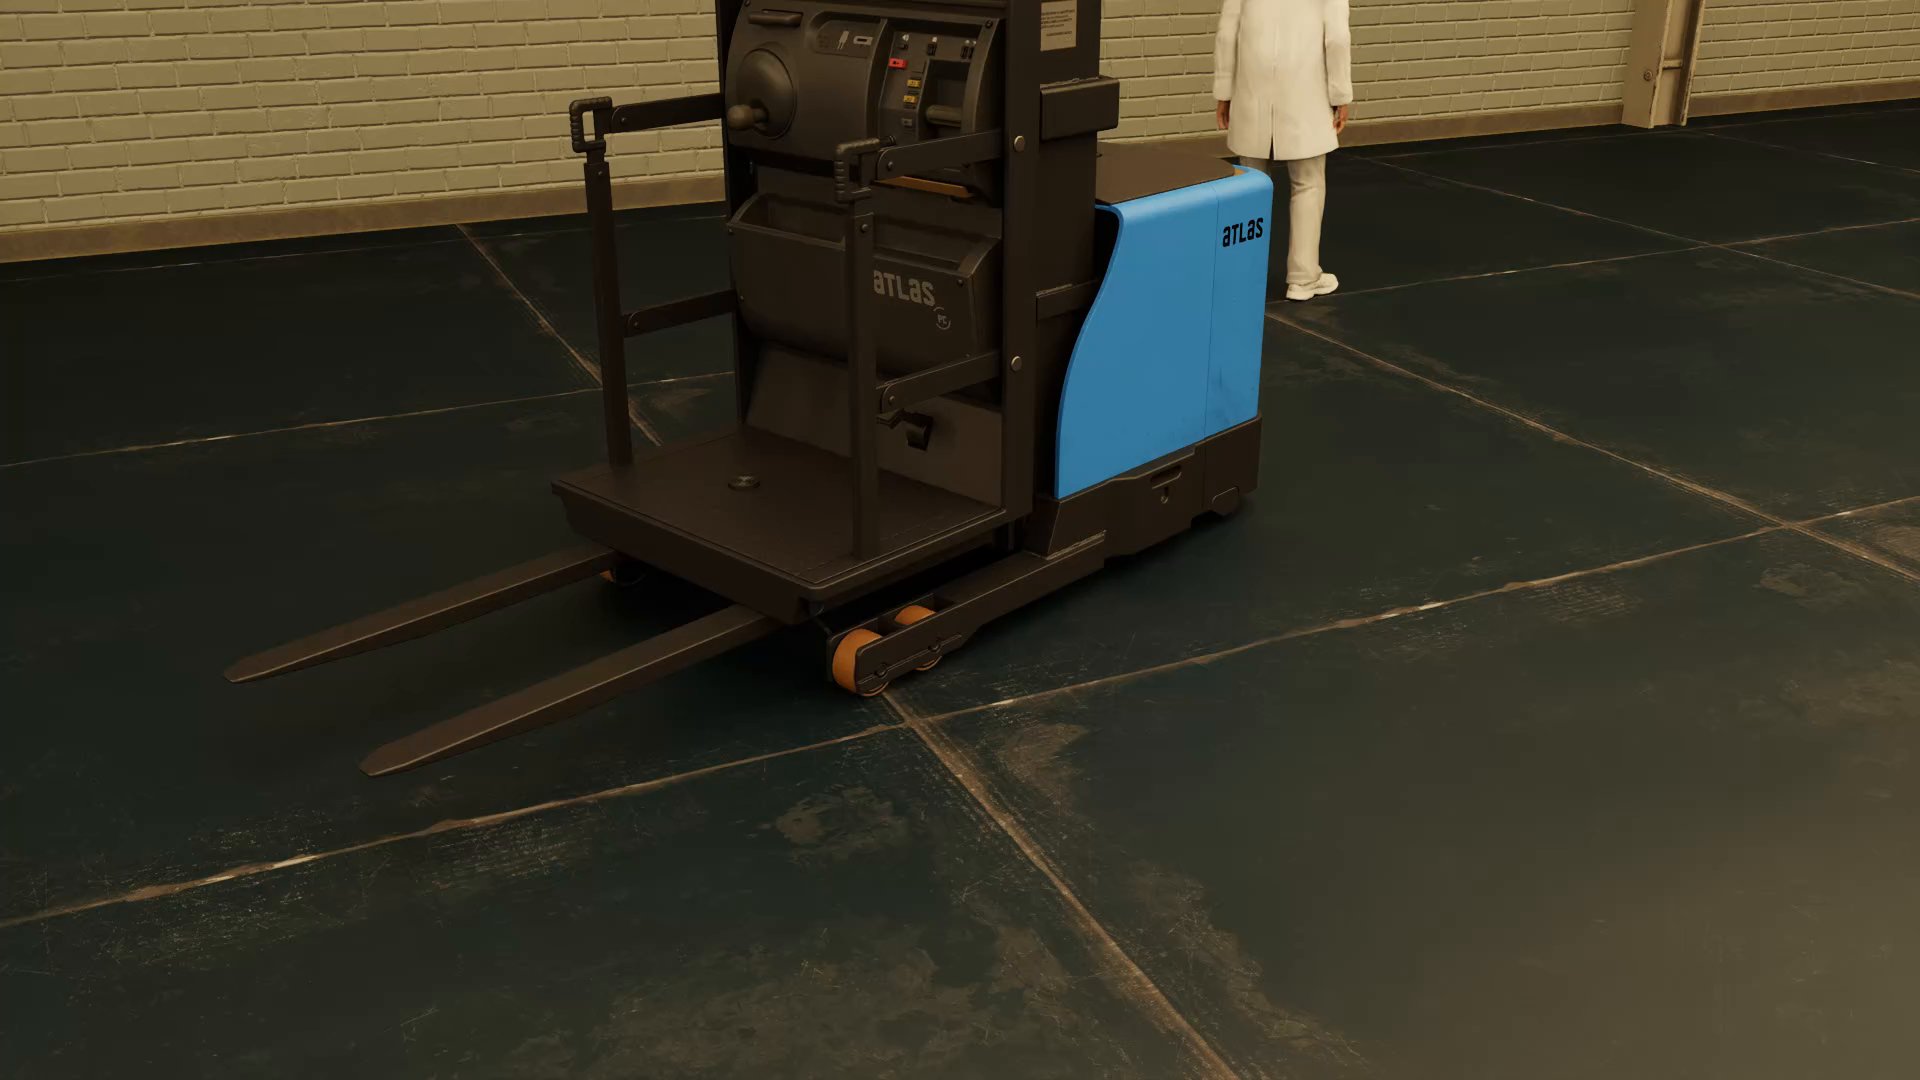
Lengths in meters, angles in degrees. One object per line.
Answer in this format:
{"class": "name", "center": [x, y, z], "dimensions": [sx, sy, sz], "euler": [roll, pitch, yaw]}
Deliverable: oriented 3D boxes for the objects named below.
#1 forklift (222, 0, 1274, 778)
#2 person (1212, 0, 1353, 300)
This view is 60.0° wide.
{"class": "forklift", "center": [-0.413, -1.182, 4.131], "dimensions": [1.130, 2.935, 3.031], "euler": [19, 29, 39]}
{"class": "person", "center": [1.476, -2.017, 7.651], "dimensions": [0.649, 1.773, 0.436], "euler": [10, 24, 22]}
